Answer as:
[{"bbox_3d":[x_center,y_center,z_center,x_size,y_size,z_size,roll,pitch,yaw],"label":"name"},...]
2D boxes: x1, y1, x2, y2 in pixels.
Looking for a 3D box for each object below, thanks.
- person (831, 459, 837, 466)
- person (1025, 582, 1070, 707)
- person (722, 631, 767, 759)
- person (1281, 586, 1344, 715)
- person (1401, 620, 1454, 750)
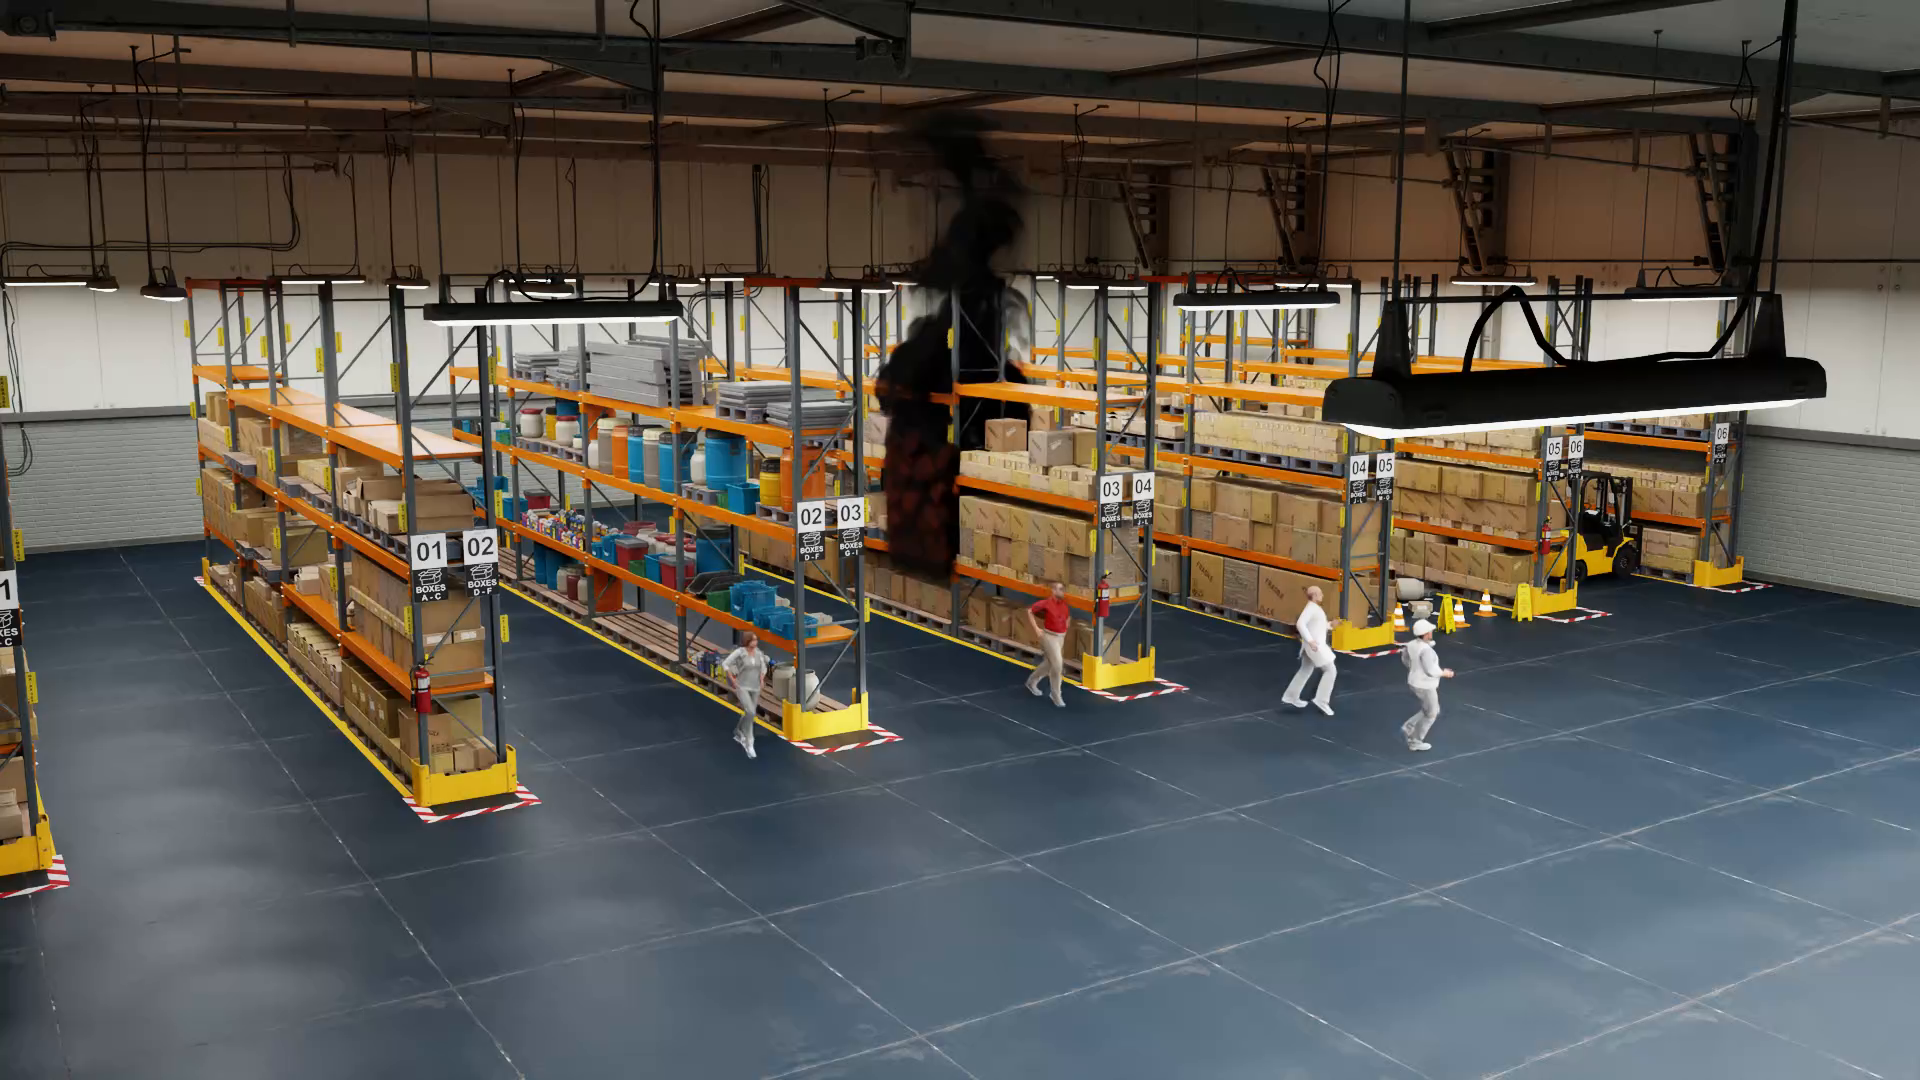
[{"bbox_3d":[-3.020,-1.070,39.316,0.762,1.691,0.563,-1,10,-6],"label":"person"},{"bbox_3d":[1.342,1.488,24.177,0.839,1.777,0.671,7,12,37],"label":"person"},{"bbox_3d":[-2.754,1.969,21.567,0.539,1.614,0.685,-8,13,-41],"label":"person"},{"bbox_3d":[4.983,1.561,23.447,0.835,1.834,0.671,0,10,0],"label":"person"},{"bbox_3d":[6.081,1.875,21.623,0.583,1.725,0.651,-1,10,-6],"label":"person"}]
